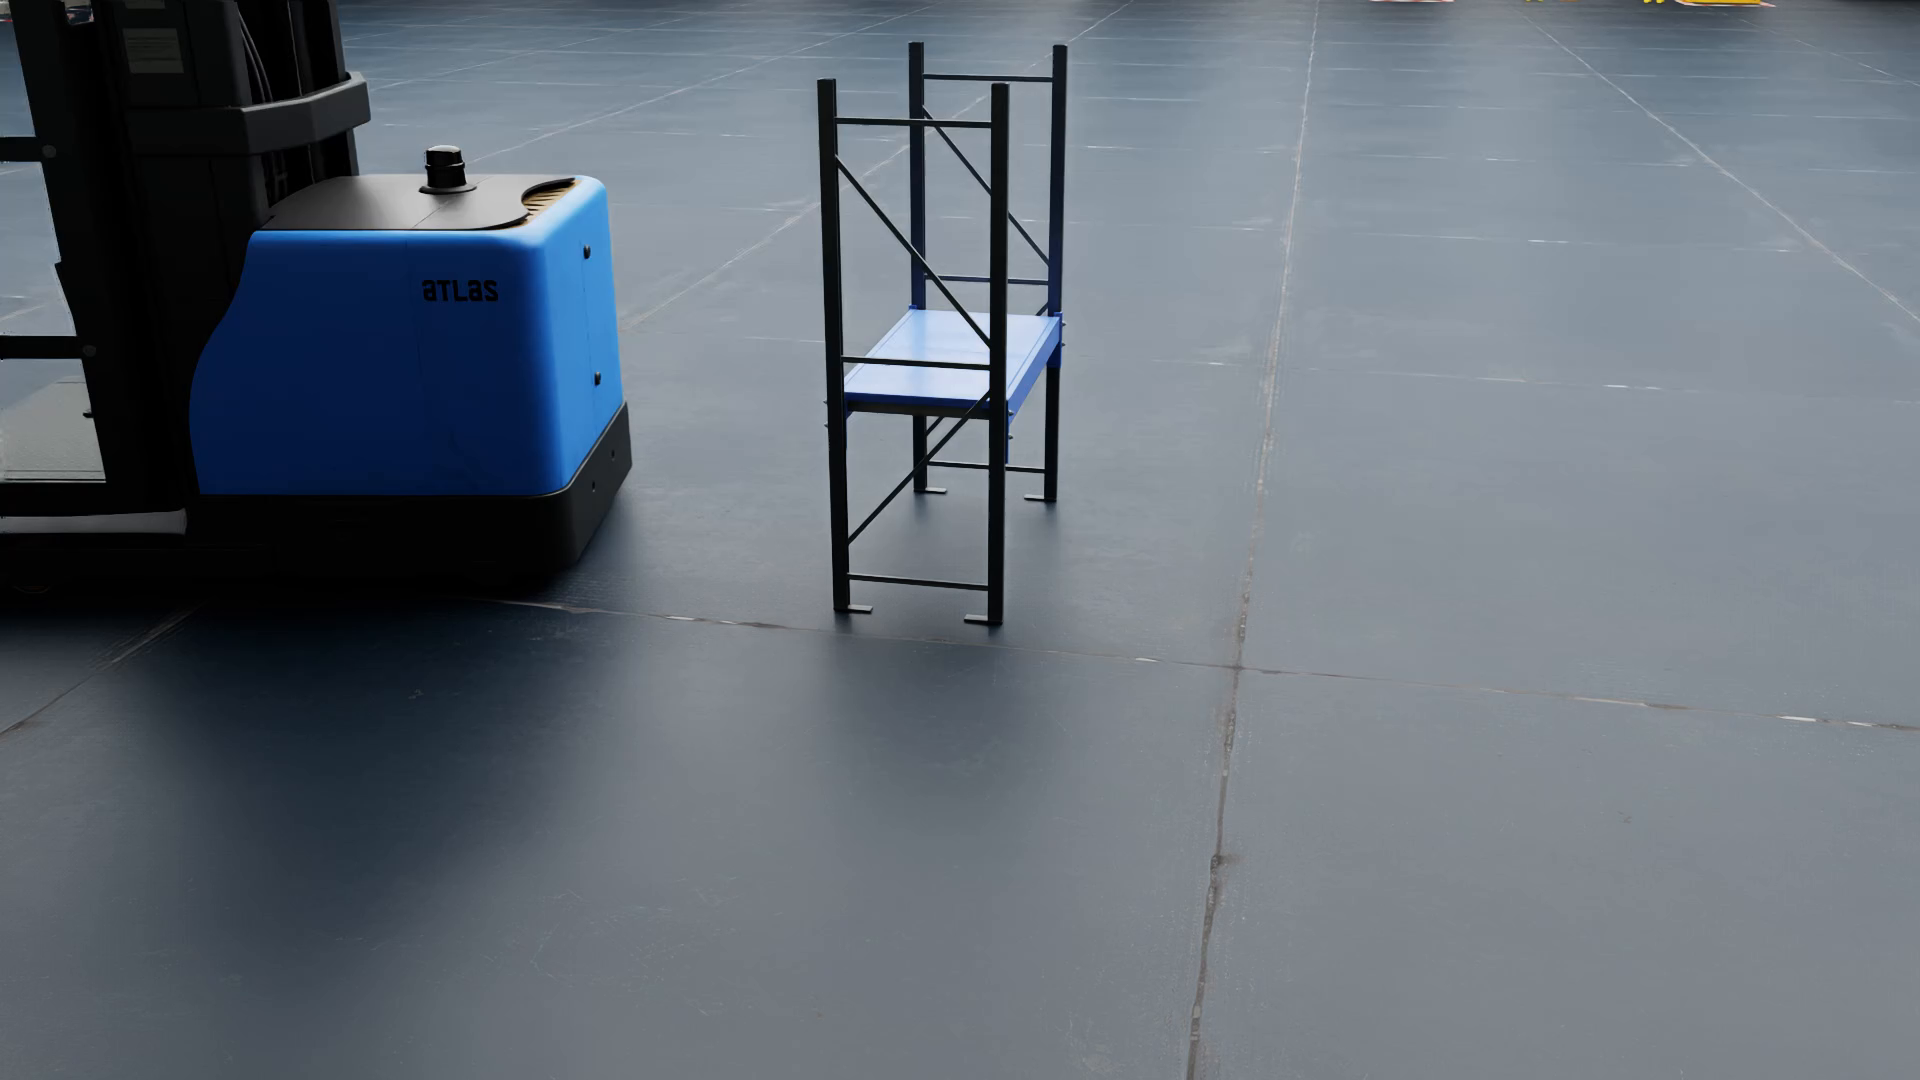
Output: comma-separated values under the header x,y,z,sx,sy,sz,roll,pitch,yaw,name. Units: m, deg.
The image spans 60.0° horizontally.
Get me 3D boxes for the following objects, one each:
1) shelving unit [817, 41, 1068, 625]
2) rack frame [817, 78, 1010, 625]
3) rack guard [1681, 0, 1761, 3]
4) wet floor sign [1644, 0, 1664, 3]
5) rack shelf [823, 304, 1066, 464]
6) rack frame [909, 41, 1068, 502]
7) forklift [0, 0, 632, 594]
x,y,z,sx,sy,sz,roll,pitch,yaw,name
-0.017,-0.664,4.996,0.538,1.500,1.048,4,22,11,shelving unit
-0.121,-0.479,4.534,0.500,1.500,0.032,4,22,11,rack frame
12.448,-9.041,27.132,1.175,0.500,0.348,4,22,11,rack guard
11.347,-9.092,27.066,0.267,0.644,0.232,13,25,29,wet floor sign
-0.017,-0.498,5.063,0.538,0.185,1.000,4,22,11,rack shelf
0.086,-0.850,5.458,0.500,1.500,0.032,4,22,11,rack frame
-2.662,-1.395,4.894,3.031,2.935,1.130,0,22,1,forklift
